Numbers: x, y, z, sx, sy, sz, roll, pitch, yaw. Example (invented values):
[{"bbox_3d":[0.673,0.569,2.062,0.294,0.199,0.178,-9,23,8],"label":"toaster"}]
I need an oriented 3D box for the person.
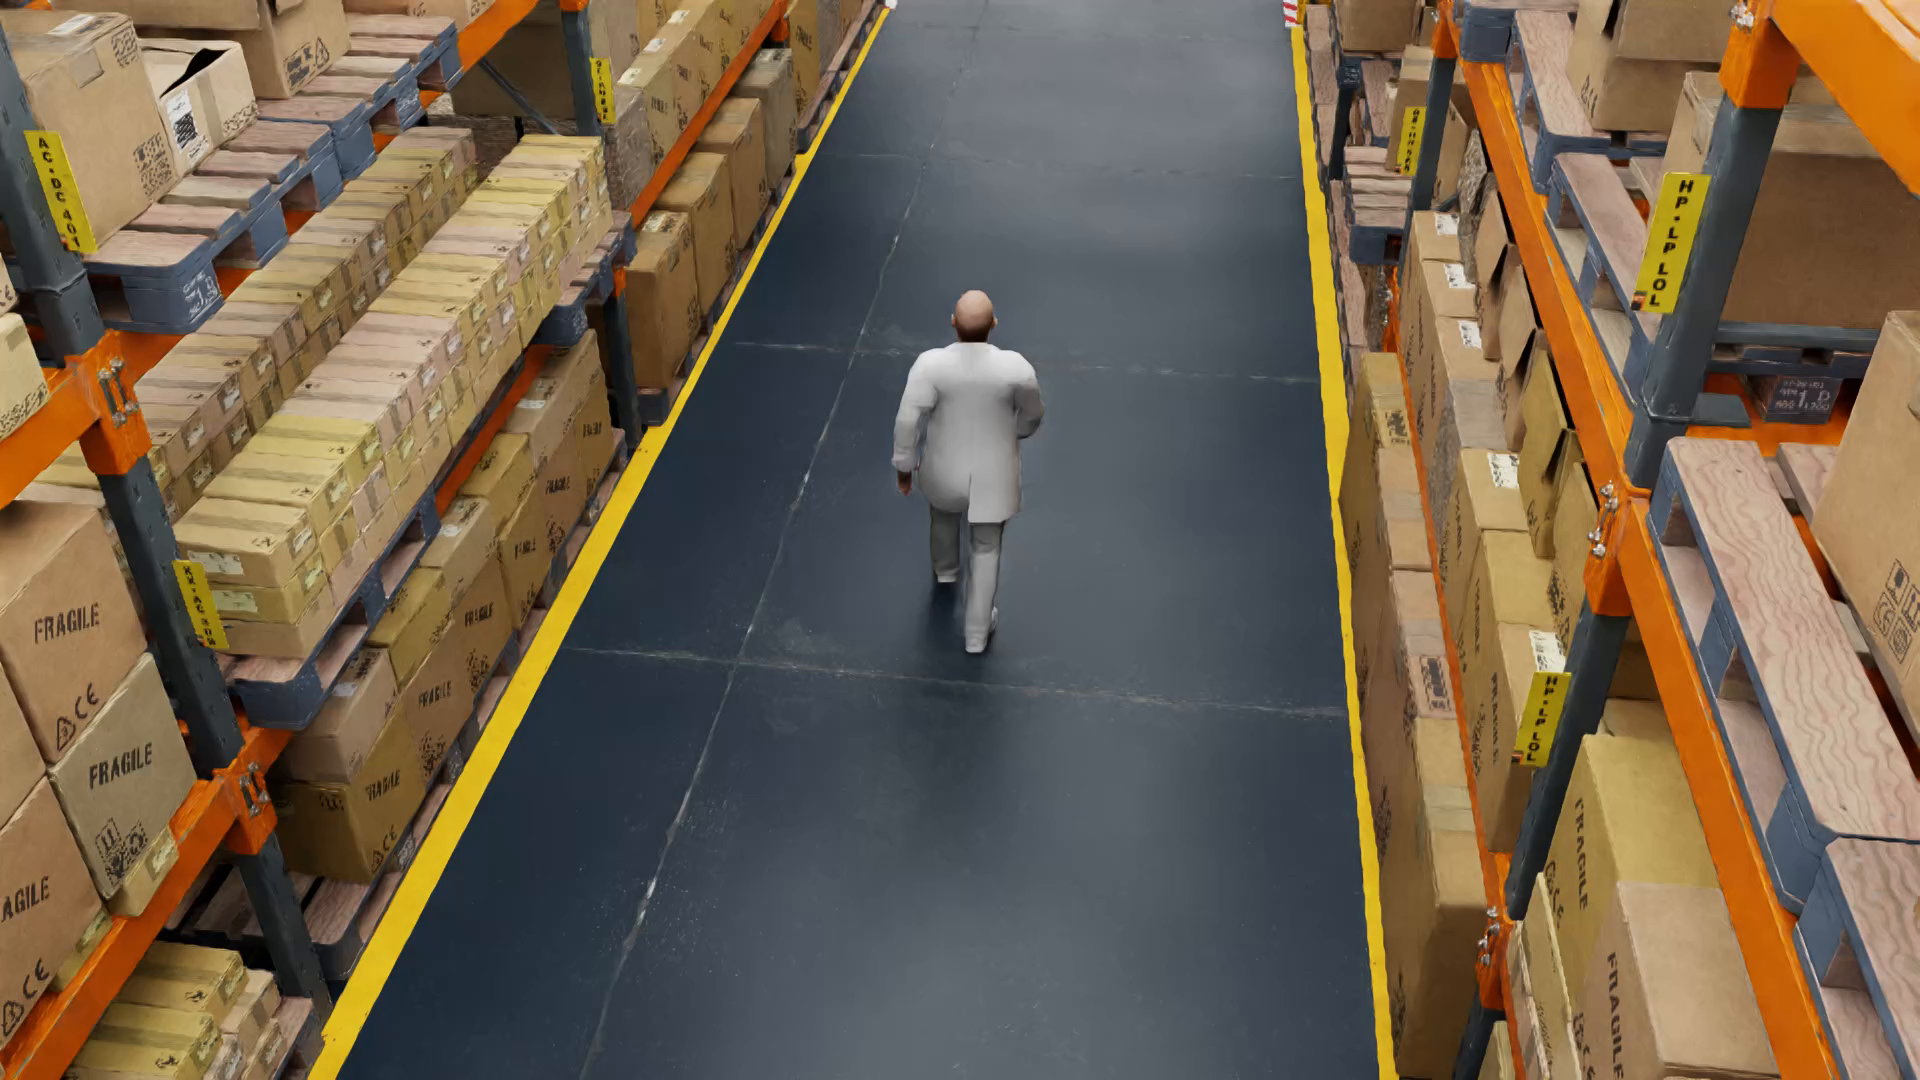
[{"bbox_3d":[0.046,-0.437,7.676,0.672,1.752,0.919,3,36,4],"label":"person"}]
